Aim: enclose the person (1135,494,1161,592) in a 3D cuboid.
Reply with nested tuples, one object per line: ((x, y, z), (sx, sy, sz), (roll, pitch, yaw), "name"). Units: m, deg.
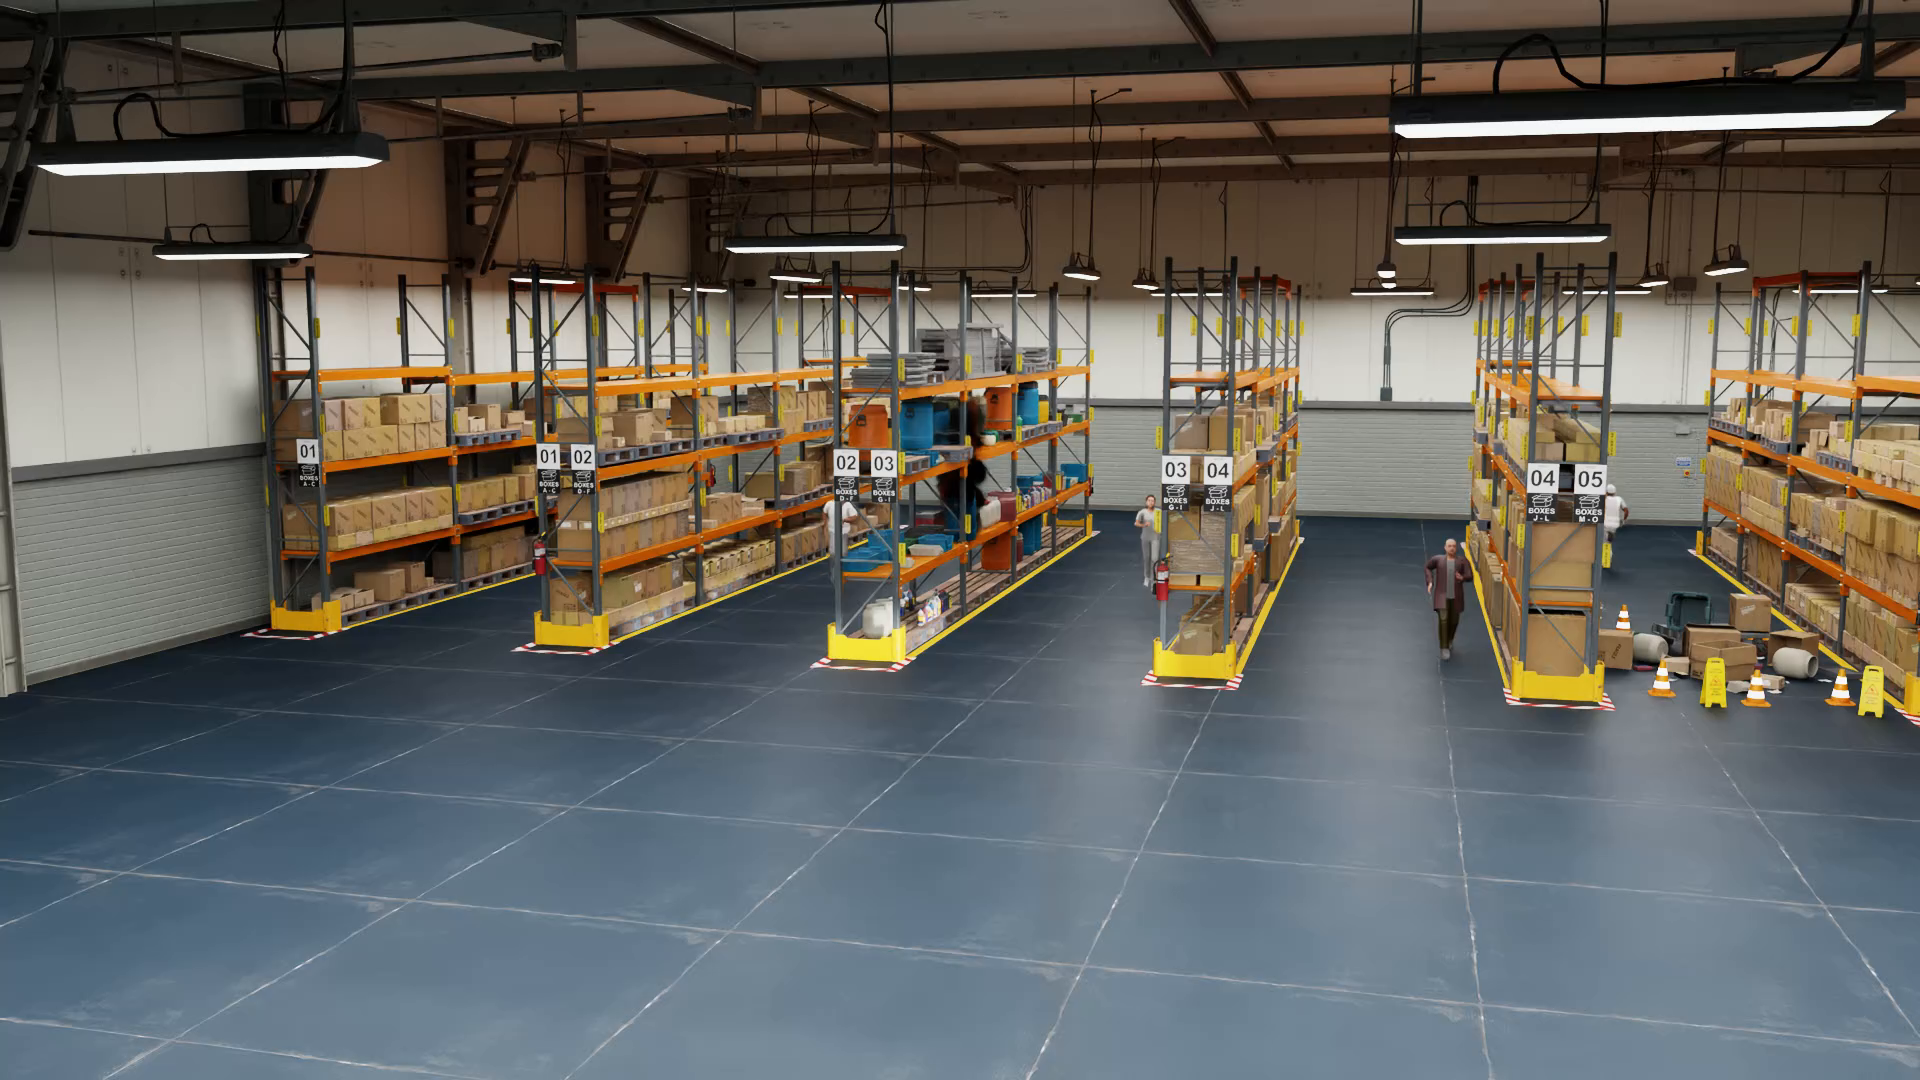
((3.467, 0.030, 30.297), (0.566, 1.737, 0.776), (1, 7, 8), "person")

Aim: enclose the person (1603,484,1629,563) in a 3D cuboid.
((13.560, -0.272, 34.762), (0.707, 1.769, 0.959), (1, 7, 8), "person")

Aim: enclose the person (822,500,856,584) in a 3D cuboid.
((-2.284, -0.102, 31.274), (0.677, 1.841, 0.699), (0, 7, 3), "person")

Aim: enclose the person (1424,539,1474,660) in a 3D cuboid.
((7.486, 0.874, 25.451), (0.695, 1.769, 1.046), (1, 7, 8), "person")
